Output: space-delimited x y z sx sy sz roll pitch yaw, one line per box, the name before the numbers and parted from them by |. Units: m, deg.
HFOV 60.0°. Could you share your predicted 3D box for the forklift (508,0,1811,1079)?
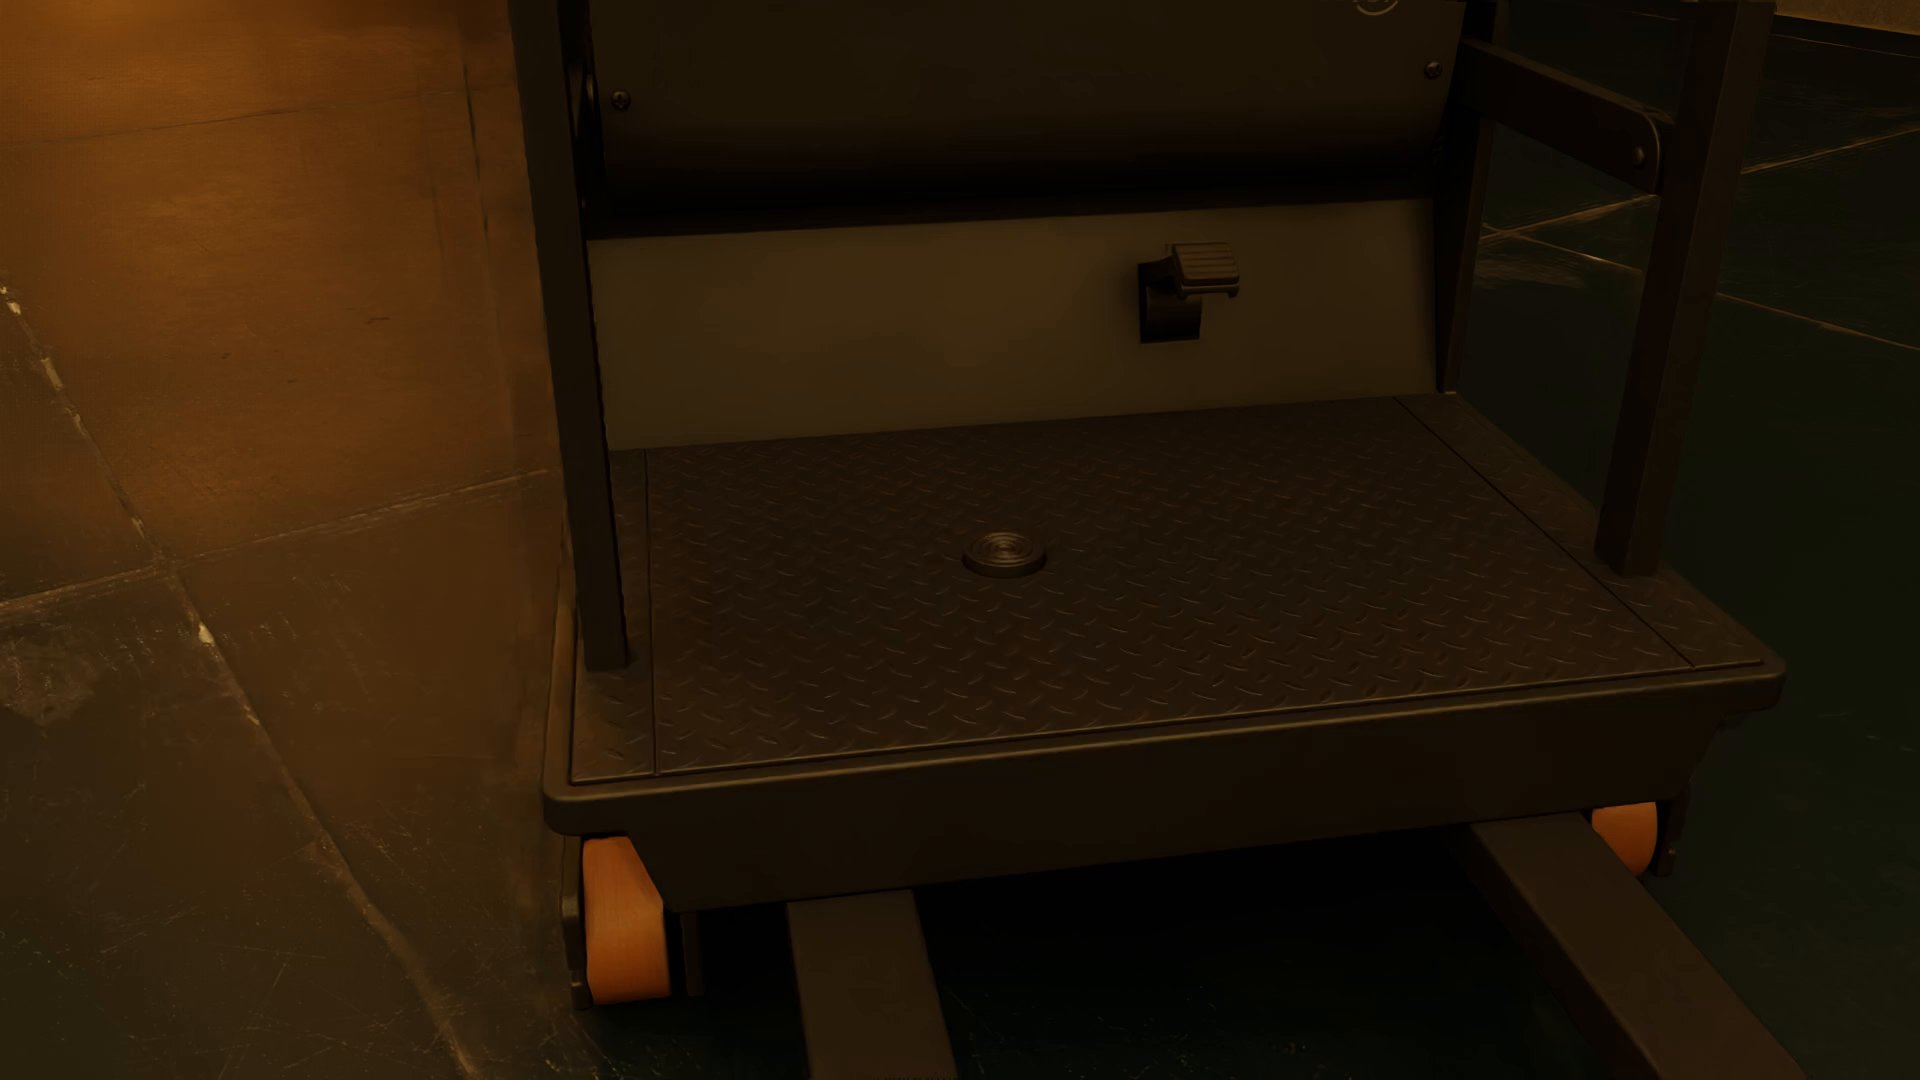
forklift | 0.122 -1.040 1.304 1.130 2.935 3.031 -5 27 -9
